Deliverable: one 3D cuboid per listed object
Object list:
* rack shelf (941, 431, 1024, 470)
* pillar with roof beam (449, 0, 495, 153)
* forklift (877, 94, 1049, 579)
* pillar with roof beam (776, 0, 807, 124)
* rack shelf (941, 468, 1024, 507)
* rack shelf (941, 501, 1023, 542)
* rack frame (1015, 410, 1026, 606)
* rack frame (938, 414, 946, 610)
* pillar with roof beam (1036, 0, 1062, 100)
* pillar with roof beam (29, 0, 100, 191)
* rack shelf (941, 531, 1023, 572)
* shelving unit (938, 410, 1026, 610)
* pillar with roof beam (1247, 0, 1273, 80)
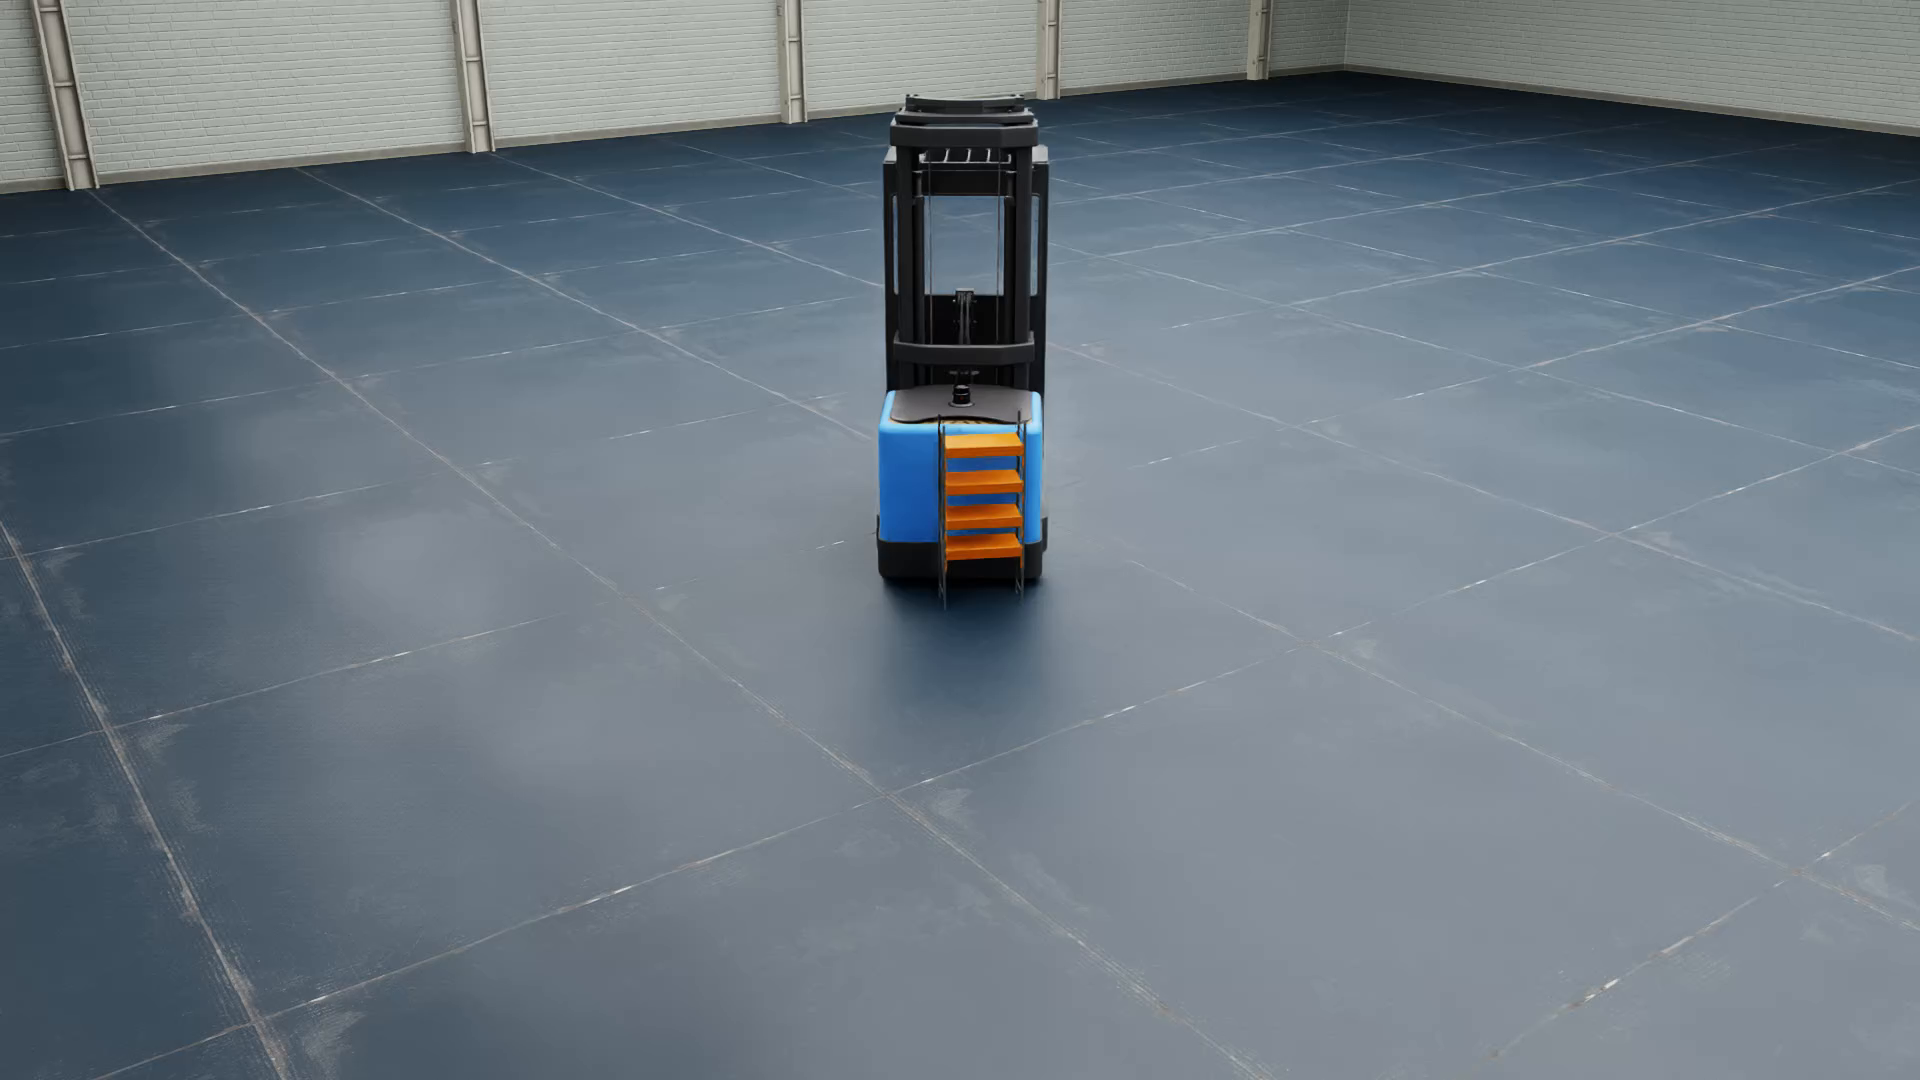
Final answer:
[{"bbox_3d":[0.132,-0.542,10.076,0.480,0.148,0.258,-3,22,-7],"label":"rack shelf"},{"bbox_3d":[-5.430,-9.331,22.639,0.400,9.000,9.100,-15,26,-33],"label":"pillar with roof beam"},{"bbox_3d":[0.048,-1.613,11.484,1.130,2.935,3.031,1,22,2],"label":"forklift"},{"bbox_3d":[-0.559,-10.630,25.893,0.400,9.000,9.100,-15,26,-33],"label":"pillar with roof beam"},{"bbox_3d":[0.132,-0.323,10.164,0.480,0.148,0.258,-3,22,-7],"label":"rack shelf"},{"bbox_3d":[0.132,-0.115,10.247,0.480,0.148,0.258,-3,22,-7],"label":"rack shelf"},{"bbox_3d":[0.374,-0.189,10.252,0.015,1.200,0.240,-3,22,-7],"label":"rack frame"},{"bbox_3d":[-0.110,-0.165,10.192,0.015,1.200,0.240,-3,22,-7],"label":"rack frame"},{"bbox_3d":[4.311,-11.929,29.148,0.400,9.000,9.100,-15,26,-33],"label":"pillar with roof beam"},{"bbox_3d":[-10.300,-8.033,19.384,0.400,9.000,9.100,-15,26,-33],"label":"pillar with roof beam"},{"bbox_3d":[0.132,0.070,10.320,0.480,0.148,0.258,-3,22,-7],"label":"rack shelf"},{"bbox_3d":[0.132,-0.177,10.222,0.503,1.200,0.258,-3,22,-7],"label":"shelving unit"},{"bbox_3d":[9.182,-13.227,32.403,0.400,9.000,9.100,-15,26,-33],"label":"pillar with roof beam"}]
